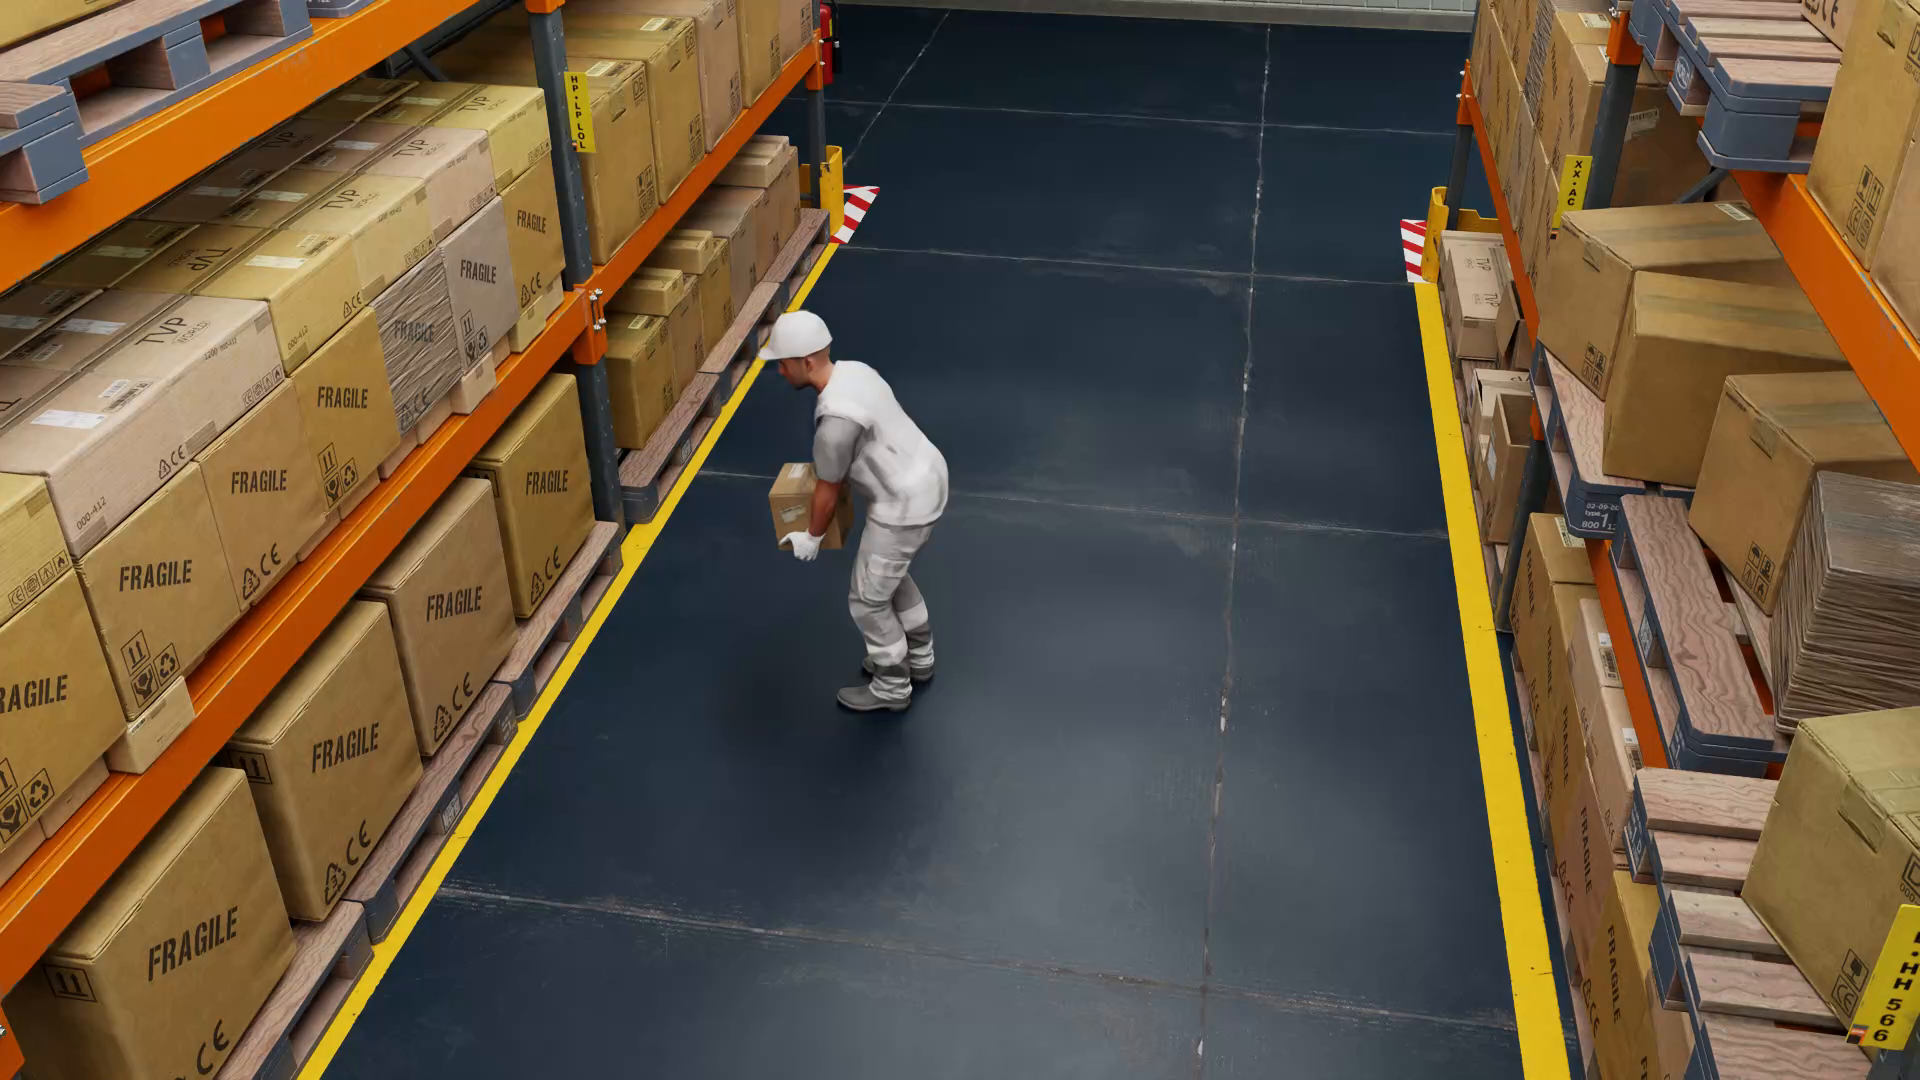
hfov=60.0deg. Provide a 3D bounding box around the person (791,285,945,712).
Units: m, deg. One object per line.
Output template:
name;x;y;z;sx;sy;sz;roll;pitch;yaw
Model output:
person;-0.342;-0.139;6.338;0.560;1.784;0.495;5;32;7
